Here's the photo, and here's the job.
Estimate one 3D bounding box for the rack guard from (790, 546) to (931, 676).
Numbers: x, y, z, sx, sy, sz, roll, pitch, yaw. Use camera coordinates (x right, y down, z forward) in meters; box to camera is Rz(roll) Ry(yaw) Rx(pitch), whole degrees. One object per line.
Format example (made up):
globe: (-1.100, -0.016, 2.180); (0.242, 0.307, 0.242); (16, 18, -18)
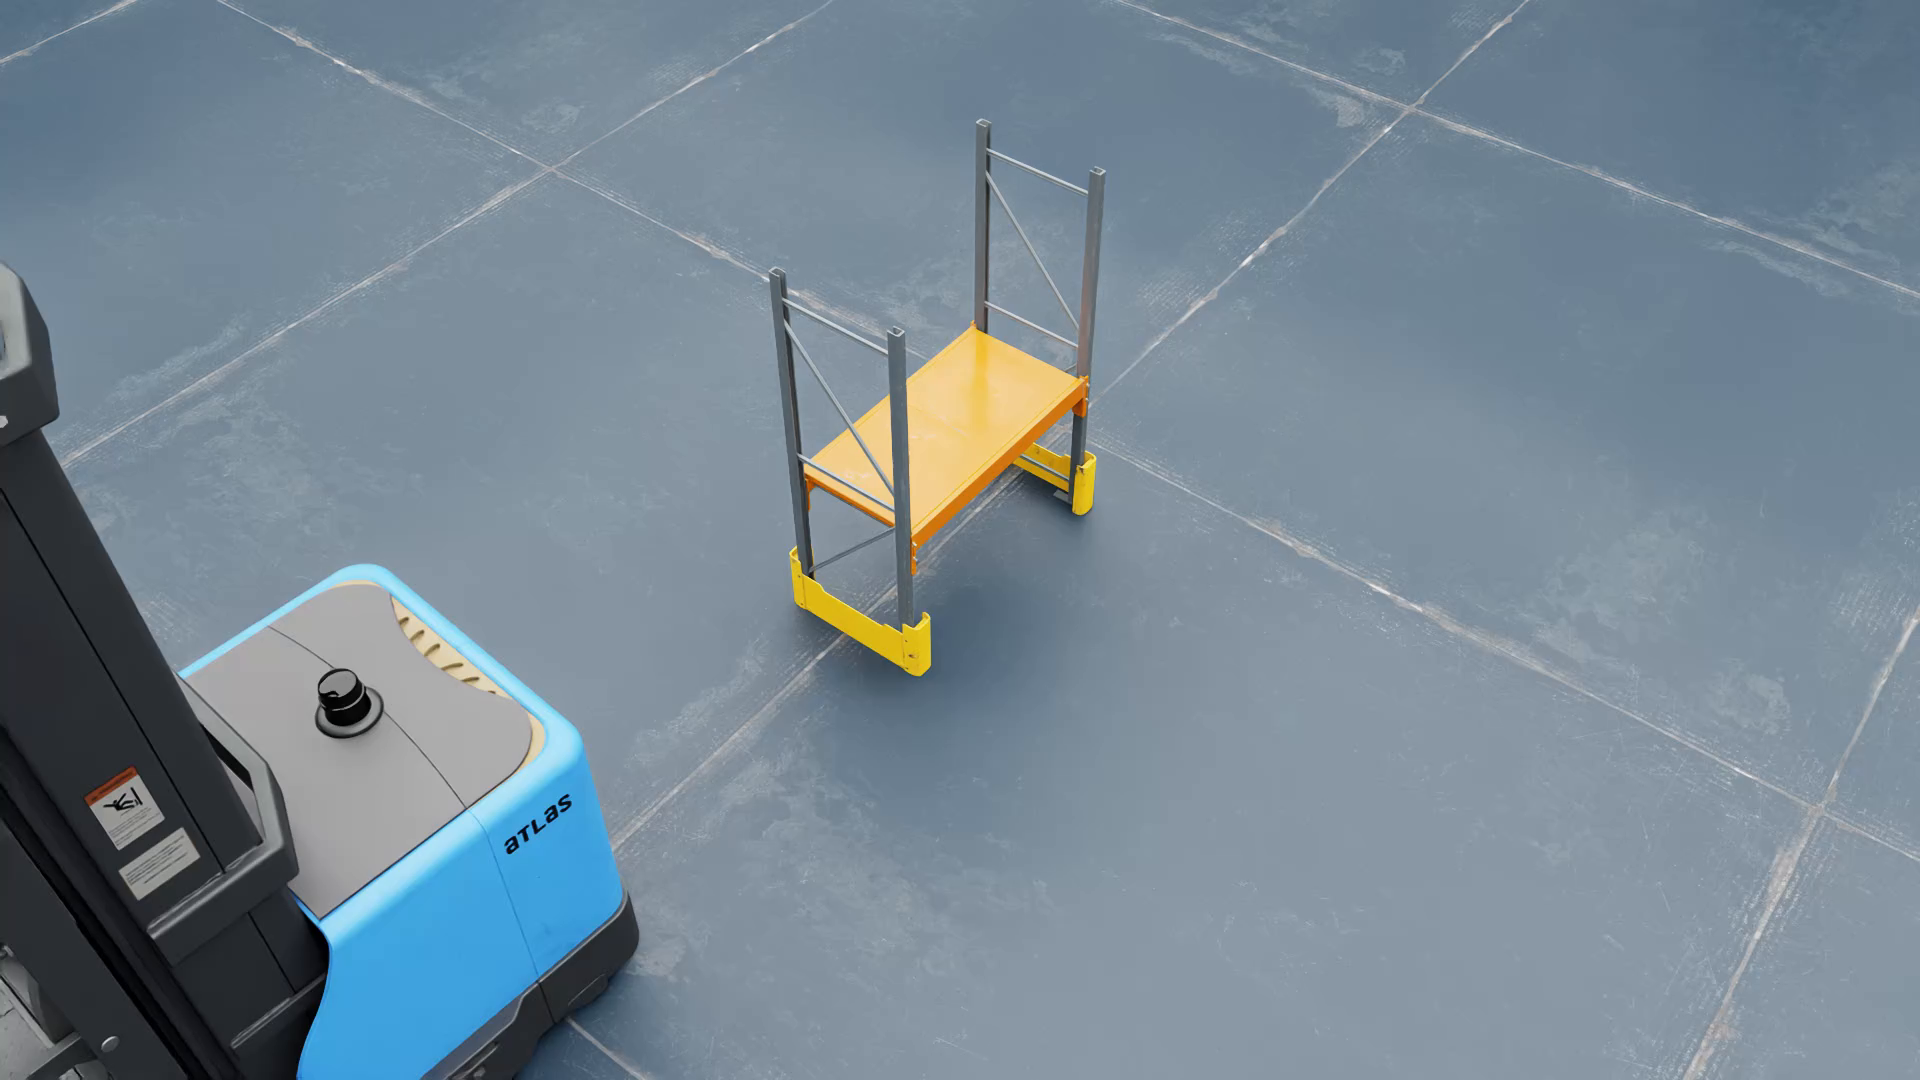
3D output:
rack guard: (-0.351, 0.242, 5.846); (0.587, 0.250, 0.087); (29, 53, 25)

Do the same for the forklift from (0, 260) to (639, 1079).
forklift: (-2.322, 0.797, 3.462); (1.130, 2.935, 3.031); (33, 55, 27)

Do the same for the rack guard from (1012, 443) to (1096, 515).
rack guard: (0.258, -0.328, 6.390); (0.587, 0.250, 0.087); (29, 53, 25)

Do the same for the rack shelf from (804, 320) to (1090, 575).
rack shelf: (-0.052, -0.345, 5.791); (0.538, 0.185, 1.000); (29, 53, 25)

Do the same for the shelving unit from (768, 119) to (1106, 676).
shelving unit: (-0.047, -0.474, 5.666); (0.587, 1.500, 1.083); (29, 53, 25)

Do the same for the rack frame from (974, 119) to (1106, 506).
rack frame: (0.259, -0.760, 5.939); (0.500, 1.500, 0.032); (29, 53, 25)

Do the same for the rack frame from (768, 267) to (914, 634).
rack frame: (-0.363, -0.178, 5.383); (0.500, 1.500, 0.032); (29, 53, 25)
